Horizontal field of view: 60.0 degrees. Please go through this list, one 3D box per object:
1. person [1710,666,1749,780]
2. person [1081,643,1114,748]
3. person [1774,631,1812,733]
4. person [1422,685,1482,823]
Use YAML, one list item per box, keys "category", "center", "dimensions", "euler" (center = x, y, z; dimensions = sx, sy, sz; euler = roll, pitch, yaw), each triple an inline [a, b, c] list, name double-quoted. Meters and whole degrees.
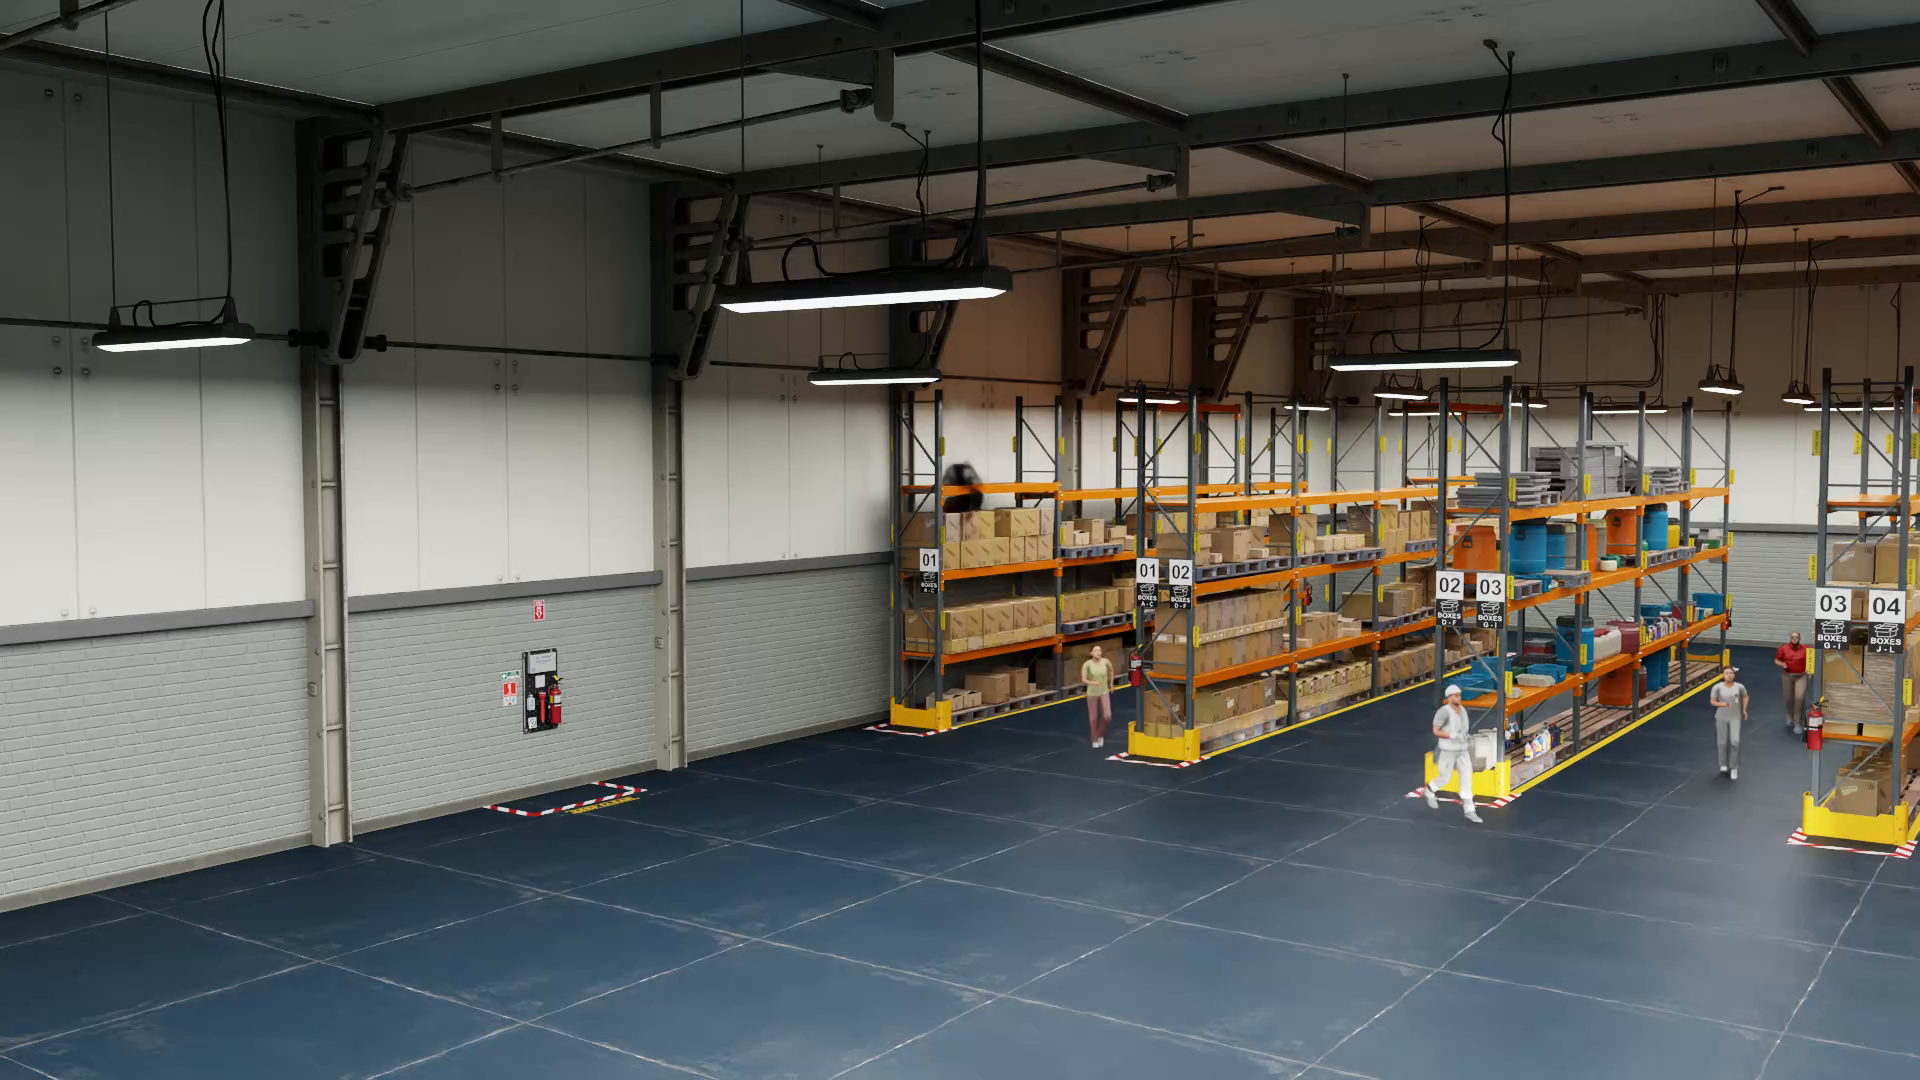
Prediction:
- category: "person"
  center: [11.636, 2.759, 25.160]
  dimensions: [0.529, 1.680, 0.722]
  euler: [1, 4, 24]
- category: "person"
  center: [2.174, 2.436, 25.954]
  dimensions: [0.572, 1.656, 0.605]
  euler: [-1, 3, -9]
- category: "person"
  center: [14.742, 2.483, 29.411]
  dimensions: [0.608, 1.767, 0.876]
  euler: [2, 4, 34]
- category: "person"
  center: [6.604, 2.828, 22.291]
  dimensions: [0.669, 1.783, 1.009]
  euler: [-2, 4, -25]
